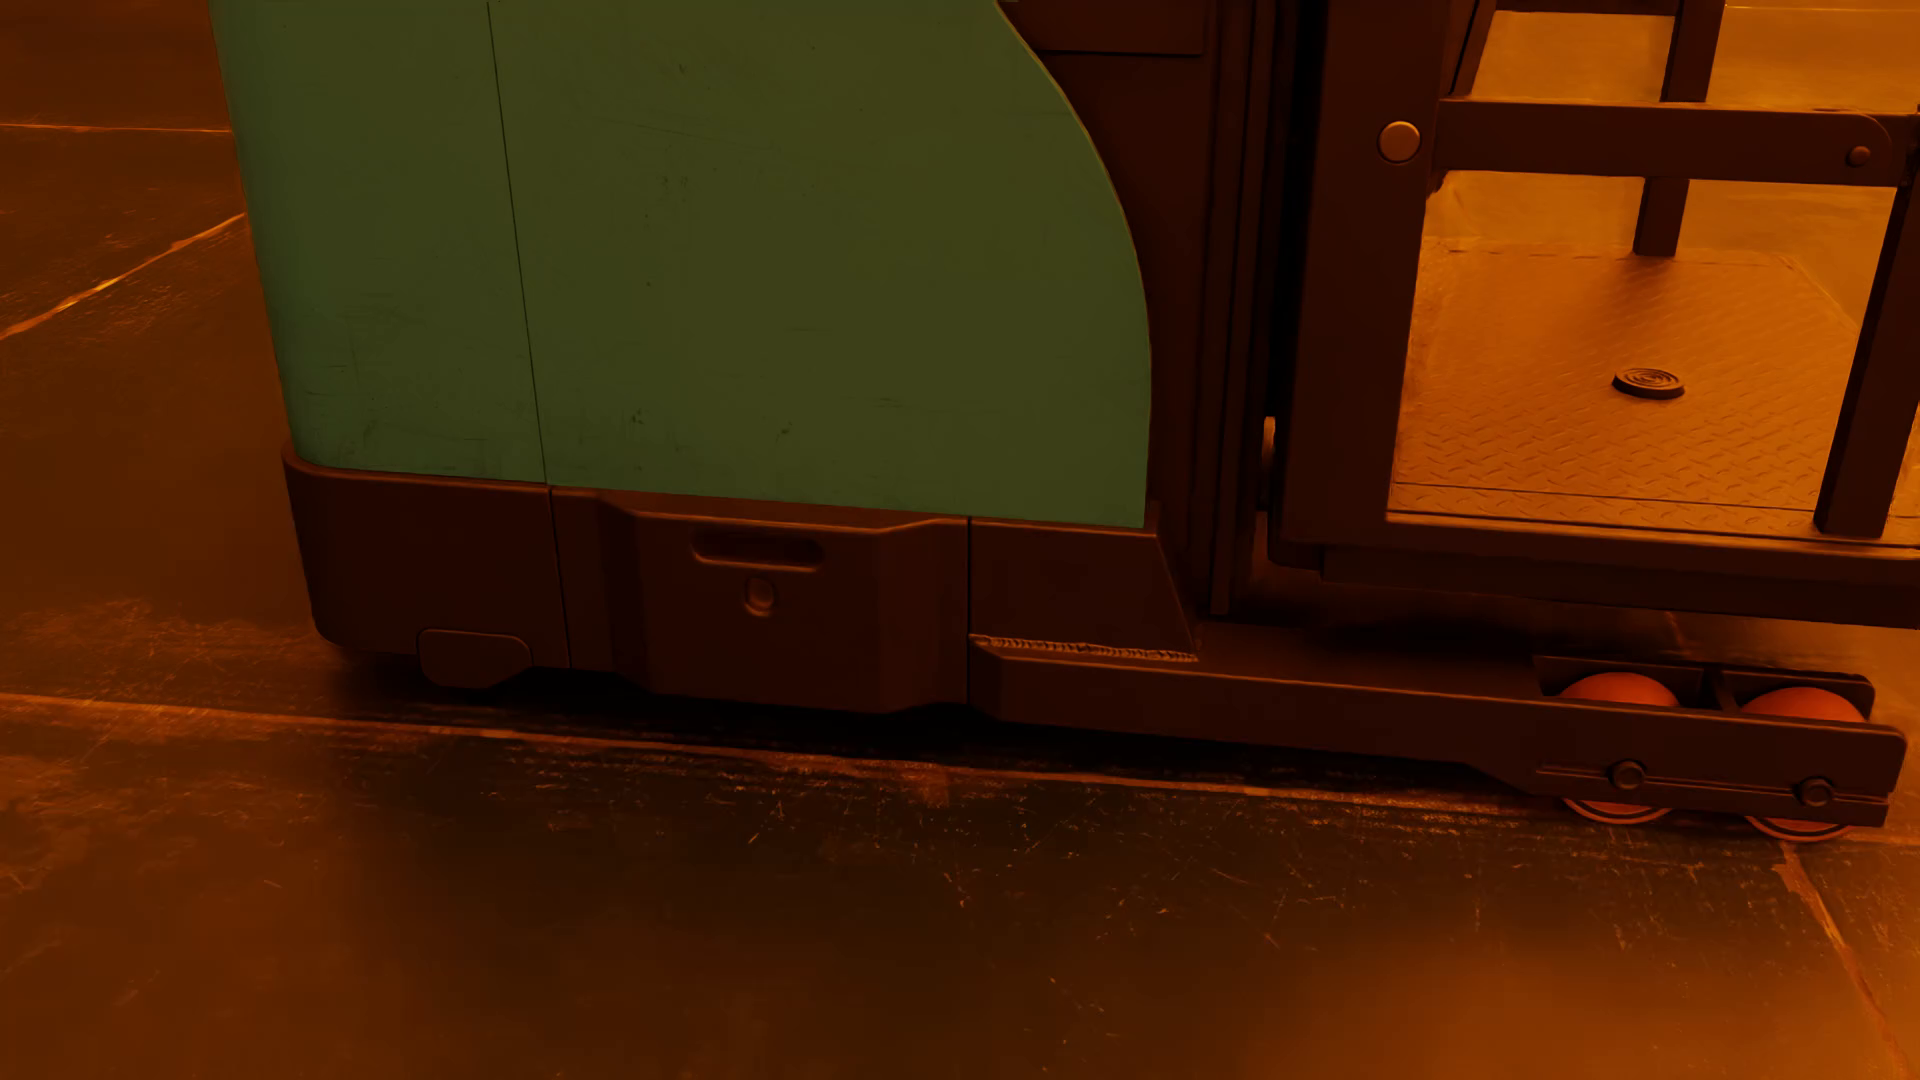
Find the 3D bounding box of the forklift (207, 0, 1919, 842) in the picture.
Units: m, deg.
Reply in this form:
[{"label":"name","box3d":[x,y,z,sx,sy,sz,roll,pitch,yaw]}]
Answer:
[{"label":"forklift","box3d":[0.734,-1.236,1.694,3.031,2.935,1.130,4,27,9]}]
